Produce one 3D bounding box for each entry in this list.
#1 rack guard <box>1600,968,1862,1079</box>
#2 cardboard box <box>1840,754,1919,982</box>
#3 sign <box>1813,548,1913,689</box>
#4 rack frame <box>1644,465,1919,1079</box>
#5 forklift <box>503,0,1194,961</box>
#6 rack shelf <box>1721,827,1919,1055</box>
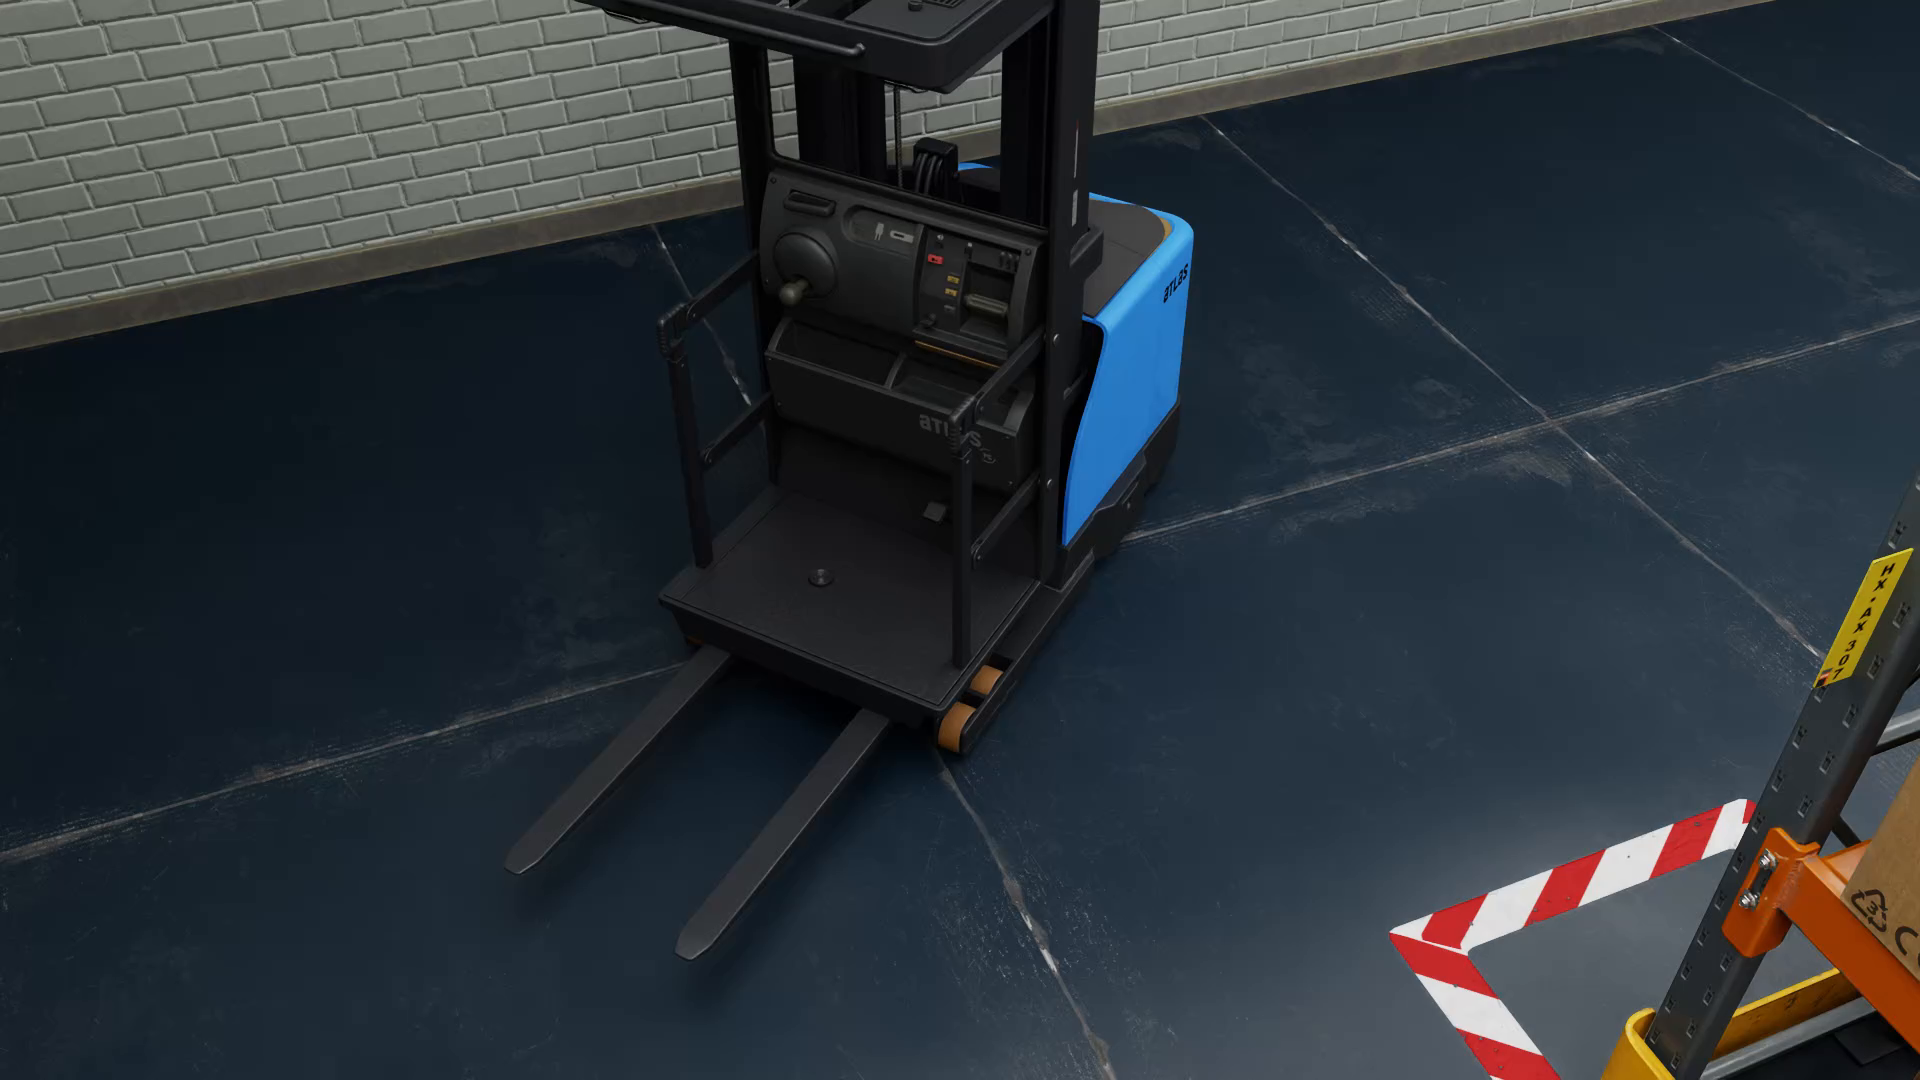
[{"bbox_3d":[2.220,1.336,4.313,1.175,0.500,0.348,-15,43,-17],"label":"rack guard"},{"bbox_3d":[2.117,0.638,3.131,0.500,0.500,0.500,-14,43,-16],"label":"cardboard box"},{"bbox_3d":[1.689,0.150,3.111,0.100,0.325,0.005,-15,43,-17],"label":"sign"},{"bbox_3d":[2.190,0.343,3.551,1.000,3.000,0.127,-15,43,-17],"label":"rack frame"},{"bbox_3d":[-0.301,-0.756,4.881,1.130,2.935,3.031,20,44,21],"label":"forklift"},{"bbox_3d":[2.956,1.820,2.384,1.077,0.370,4.000,-15,43,-17],"label":"rack shelf"}]
